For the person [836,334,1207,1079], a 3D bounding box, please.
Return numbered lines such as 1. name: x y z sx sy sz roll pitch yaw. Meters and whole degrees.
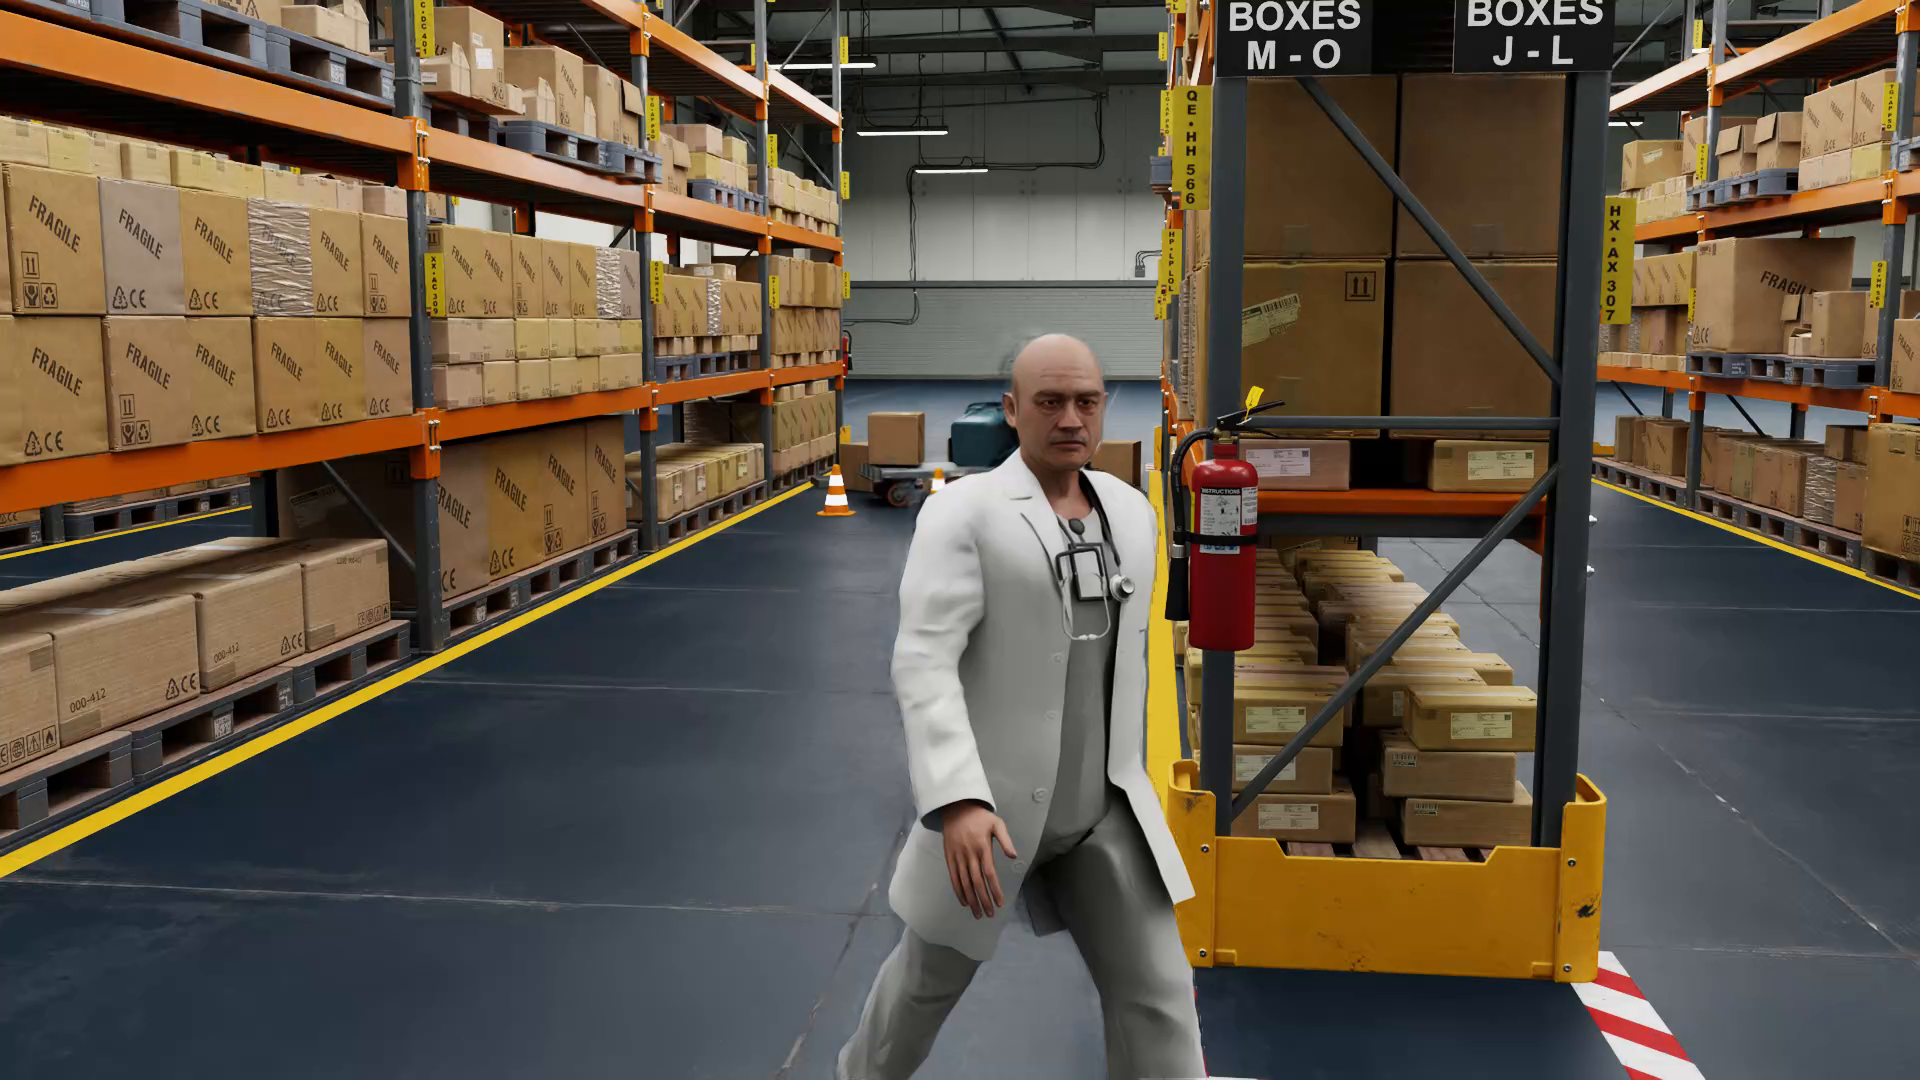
1. person: 0.153 0.486 3.104 0.696 1.729 1.133 -4 9 -30
